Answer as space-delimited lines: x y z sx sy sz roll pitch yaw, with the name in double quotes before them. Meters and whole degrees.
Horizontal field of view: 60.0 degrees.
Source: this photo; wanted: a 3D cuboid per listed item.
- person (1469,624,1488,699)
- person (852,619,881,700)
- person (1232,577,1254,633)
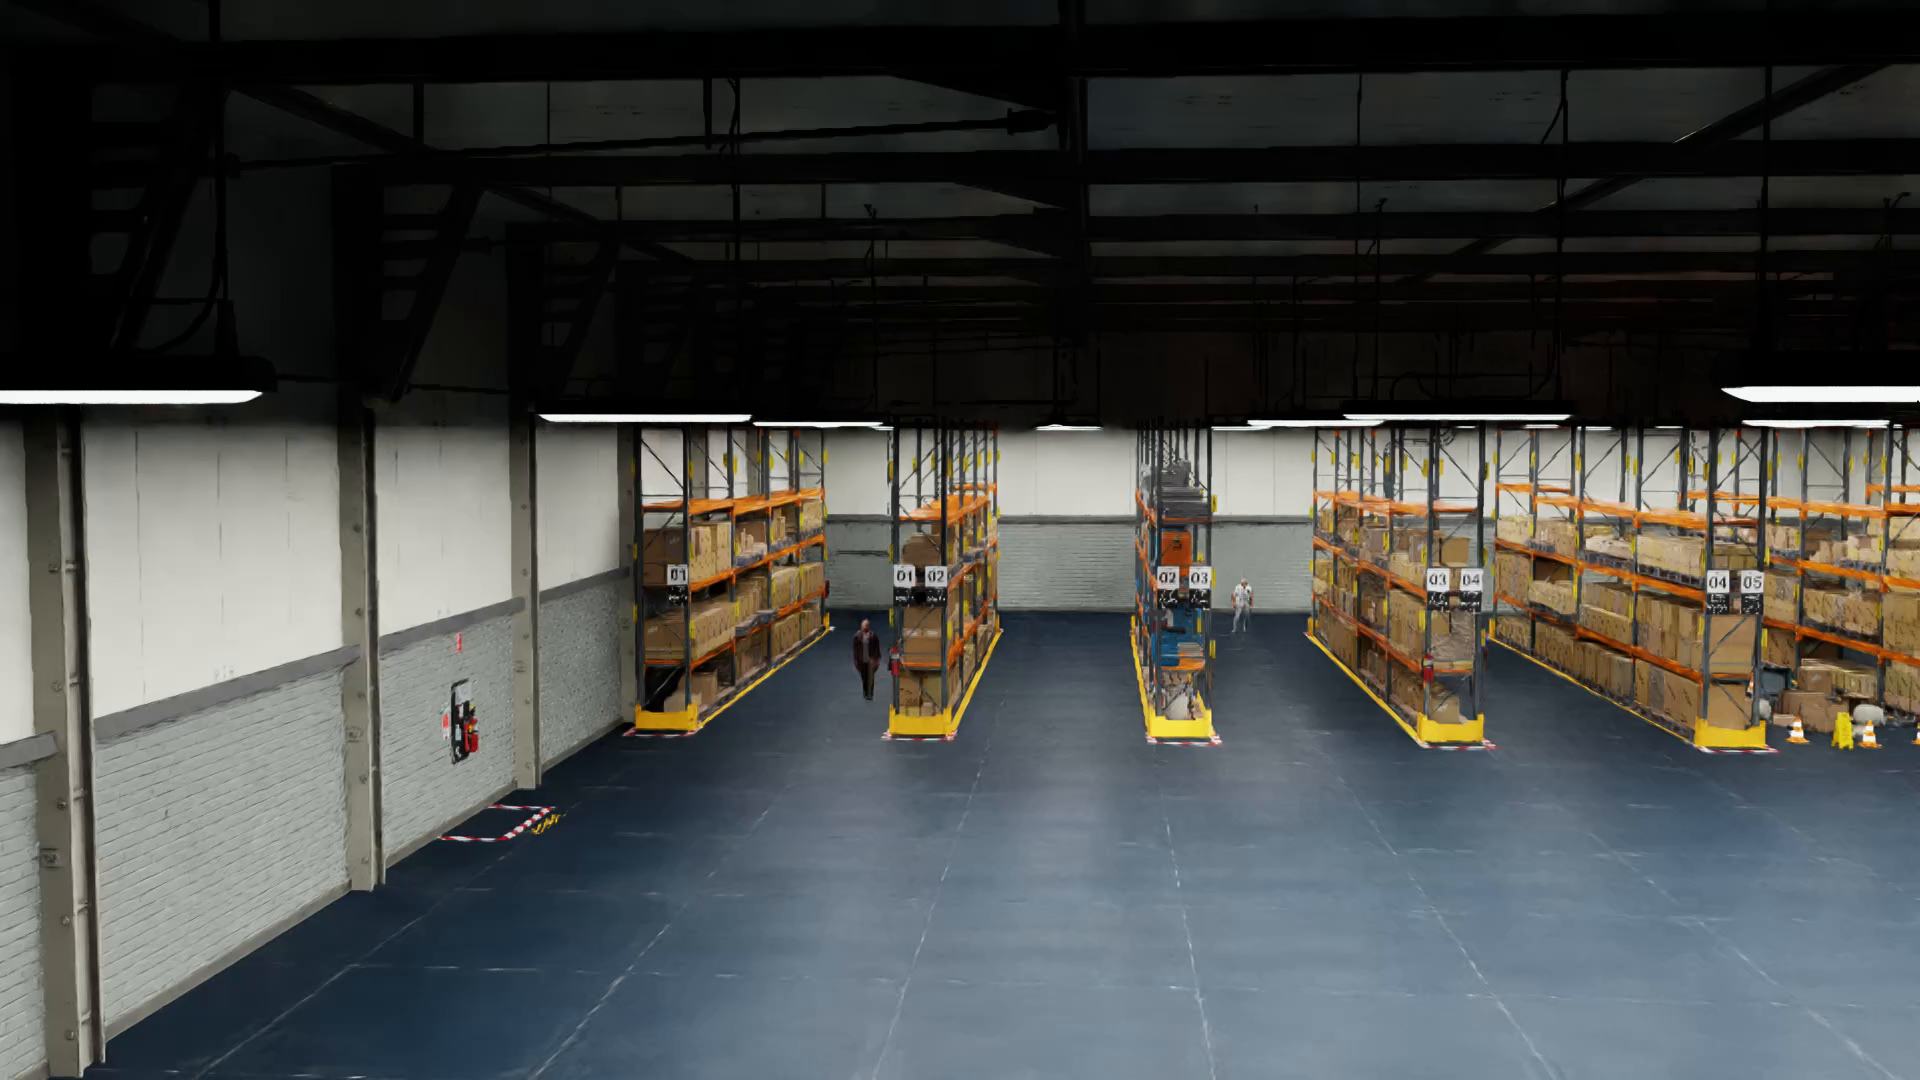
"person" 11.147 2.558 35.706 0.422 1.648 0.502 -2 4 -26
"person" -2.011 2.534 35.552 0.598 1.698 1.193 0 4 7
"person" 8.034 1.844 47.238 0.625 1.611 0.575 0 4 2
